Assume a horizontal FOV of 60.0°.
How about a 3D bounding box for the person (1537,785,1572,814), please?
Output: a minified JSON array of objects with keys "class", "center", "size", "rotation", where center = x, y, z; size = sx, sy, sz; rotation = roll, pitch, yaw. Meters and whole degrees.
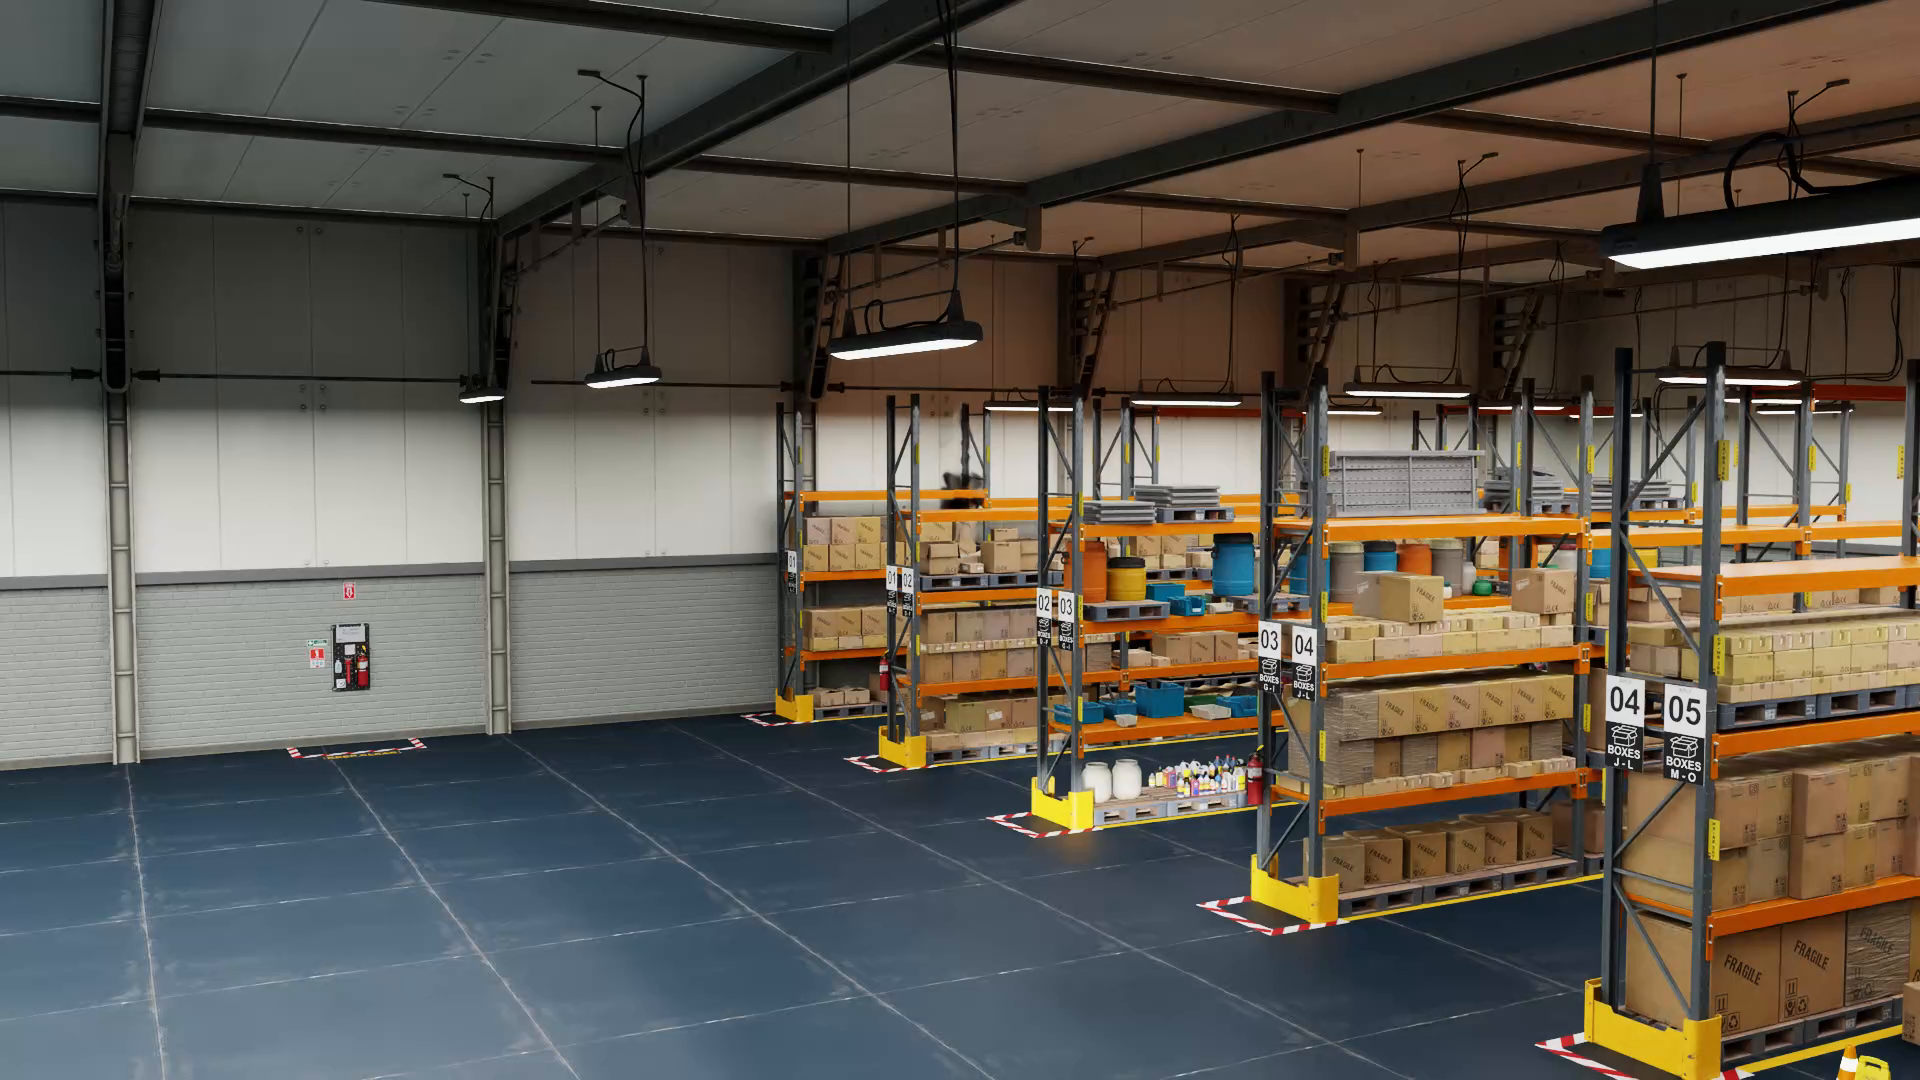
[{"class":"person","center":[8.230,2.991,22.780],"size":[0.830,1.842,0.653],"rotation":[-2,4,-26]}]
